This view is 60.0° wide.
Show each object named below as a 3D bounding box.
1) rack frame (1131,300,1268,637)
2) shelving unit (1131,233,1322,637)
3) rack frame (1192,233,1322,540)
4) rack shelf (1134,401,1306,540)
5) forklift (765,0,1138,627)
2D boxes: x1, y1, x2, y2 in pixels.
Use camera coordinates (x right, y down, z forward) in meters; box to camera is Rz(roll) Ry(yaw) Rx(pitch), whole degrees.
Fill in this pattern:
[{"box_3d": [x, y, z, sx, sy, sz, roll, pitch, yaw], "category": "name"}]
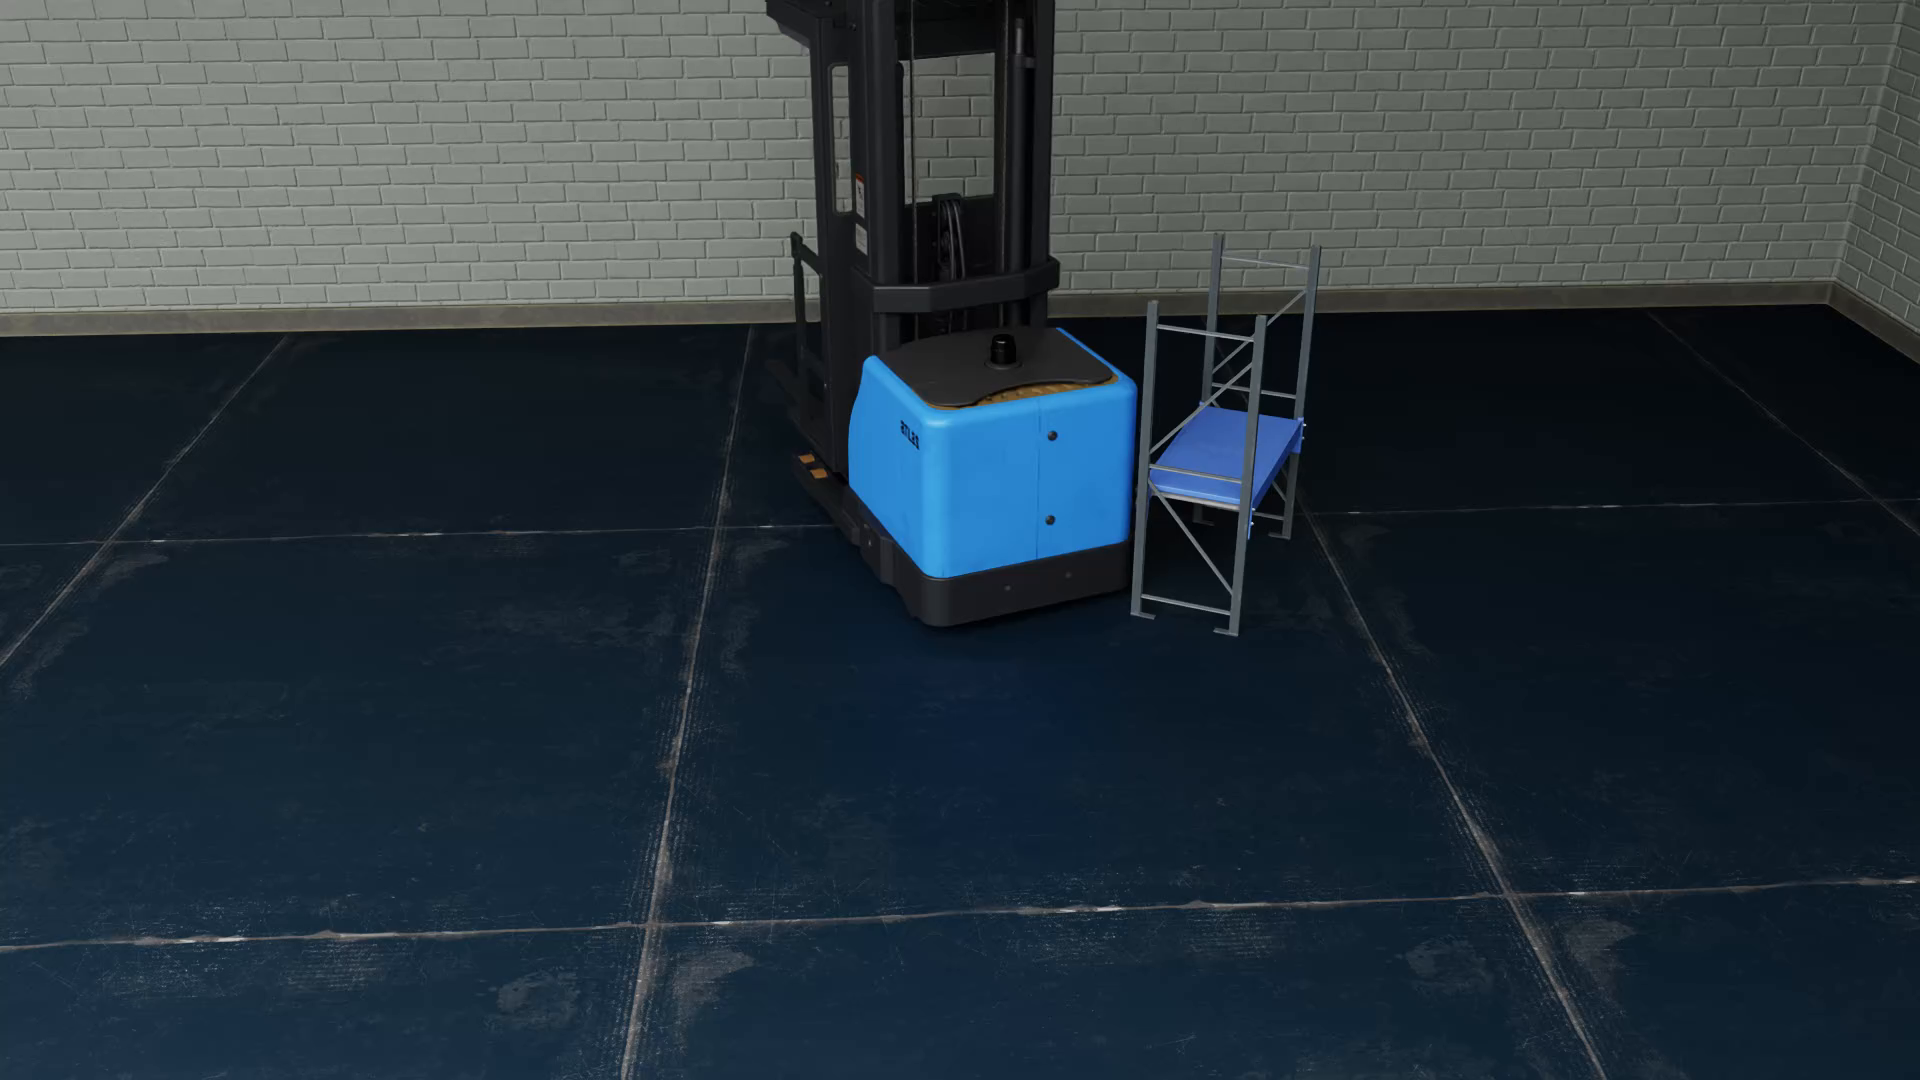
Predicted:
[{"box_3d": [1.015, -0.284, 7.172, 0.500, 1.500, 0.032, 11, 30, 20], "category": "rack frame"}, {"box_3d": [1.214, -0.500, 7.587, 0.538, 1.500, 1.048, 11, 30, 20], "category": "shelving unit"}, {"box_3d": [1.413, -0.716, 8.002, 0.500, 1.500, 0.032, 11, 30, 20], "category": "rack frame"}, {"box_3d": [1.214, -0.341, 7.670, 0.538, 0.185, 1.000, 11, 30, 20], "category": "rack shelf"}, {"box_3d": [-0.245, -1.574, 8.099, 1.130, 2.935, 3.031, -11, 30, -20], "category": "forklift"}]
